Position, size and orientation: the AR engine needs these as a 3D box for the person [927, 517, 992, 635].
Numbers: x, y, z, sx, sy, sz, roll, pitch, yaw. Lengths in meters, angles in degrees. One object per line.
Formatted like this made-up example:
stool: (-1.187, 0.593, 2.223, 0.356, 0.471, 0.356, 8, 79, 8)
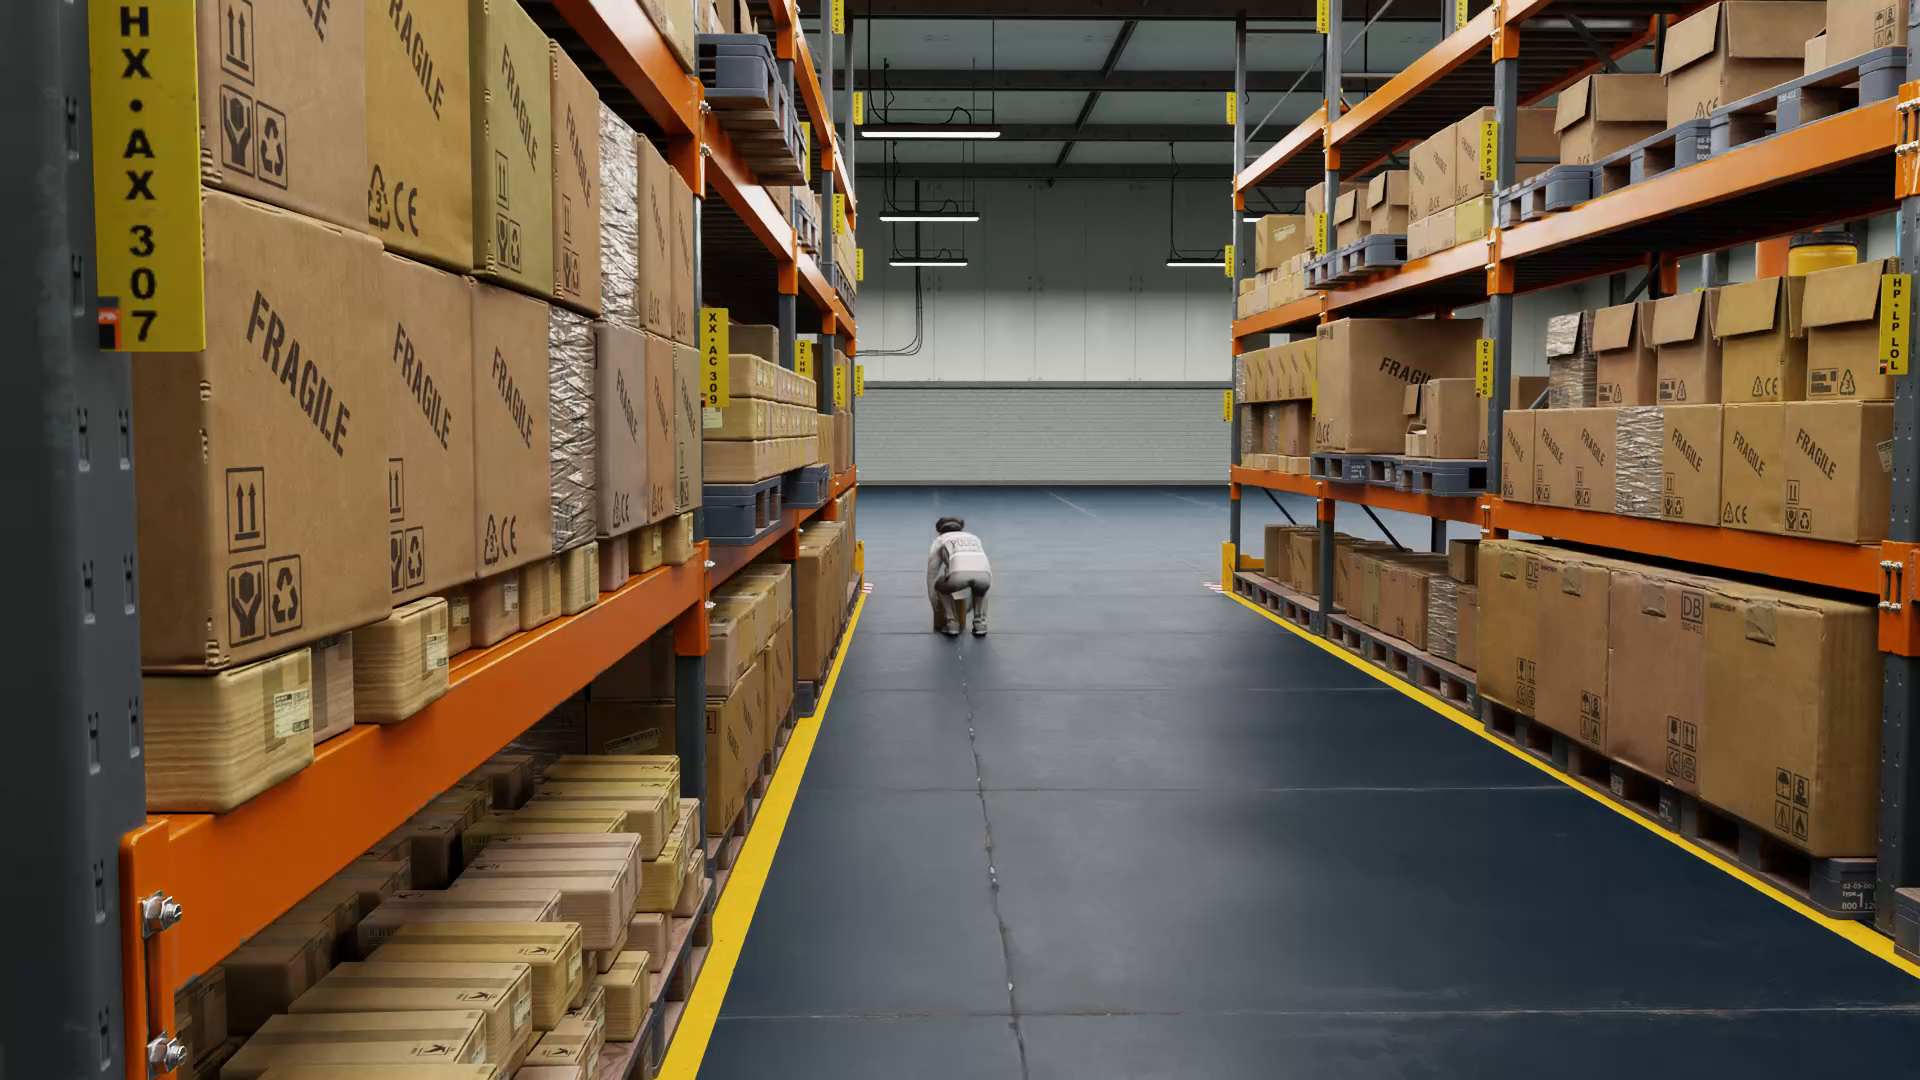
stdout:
person: (-0.009, 0.298, 13.846, 0.499, 0.961, 0.849, -1, 4, -9)
